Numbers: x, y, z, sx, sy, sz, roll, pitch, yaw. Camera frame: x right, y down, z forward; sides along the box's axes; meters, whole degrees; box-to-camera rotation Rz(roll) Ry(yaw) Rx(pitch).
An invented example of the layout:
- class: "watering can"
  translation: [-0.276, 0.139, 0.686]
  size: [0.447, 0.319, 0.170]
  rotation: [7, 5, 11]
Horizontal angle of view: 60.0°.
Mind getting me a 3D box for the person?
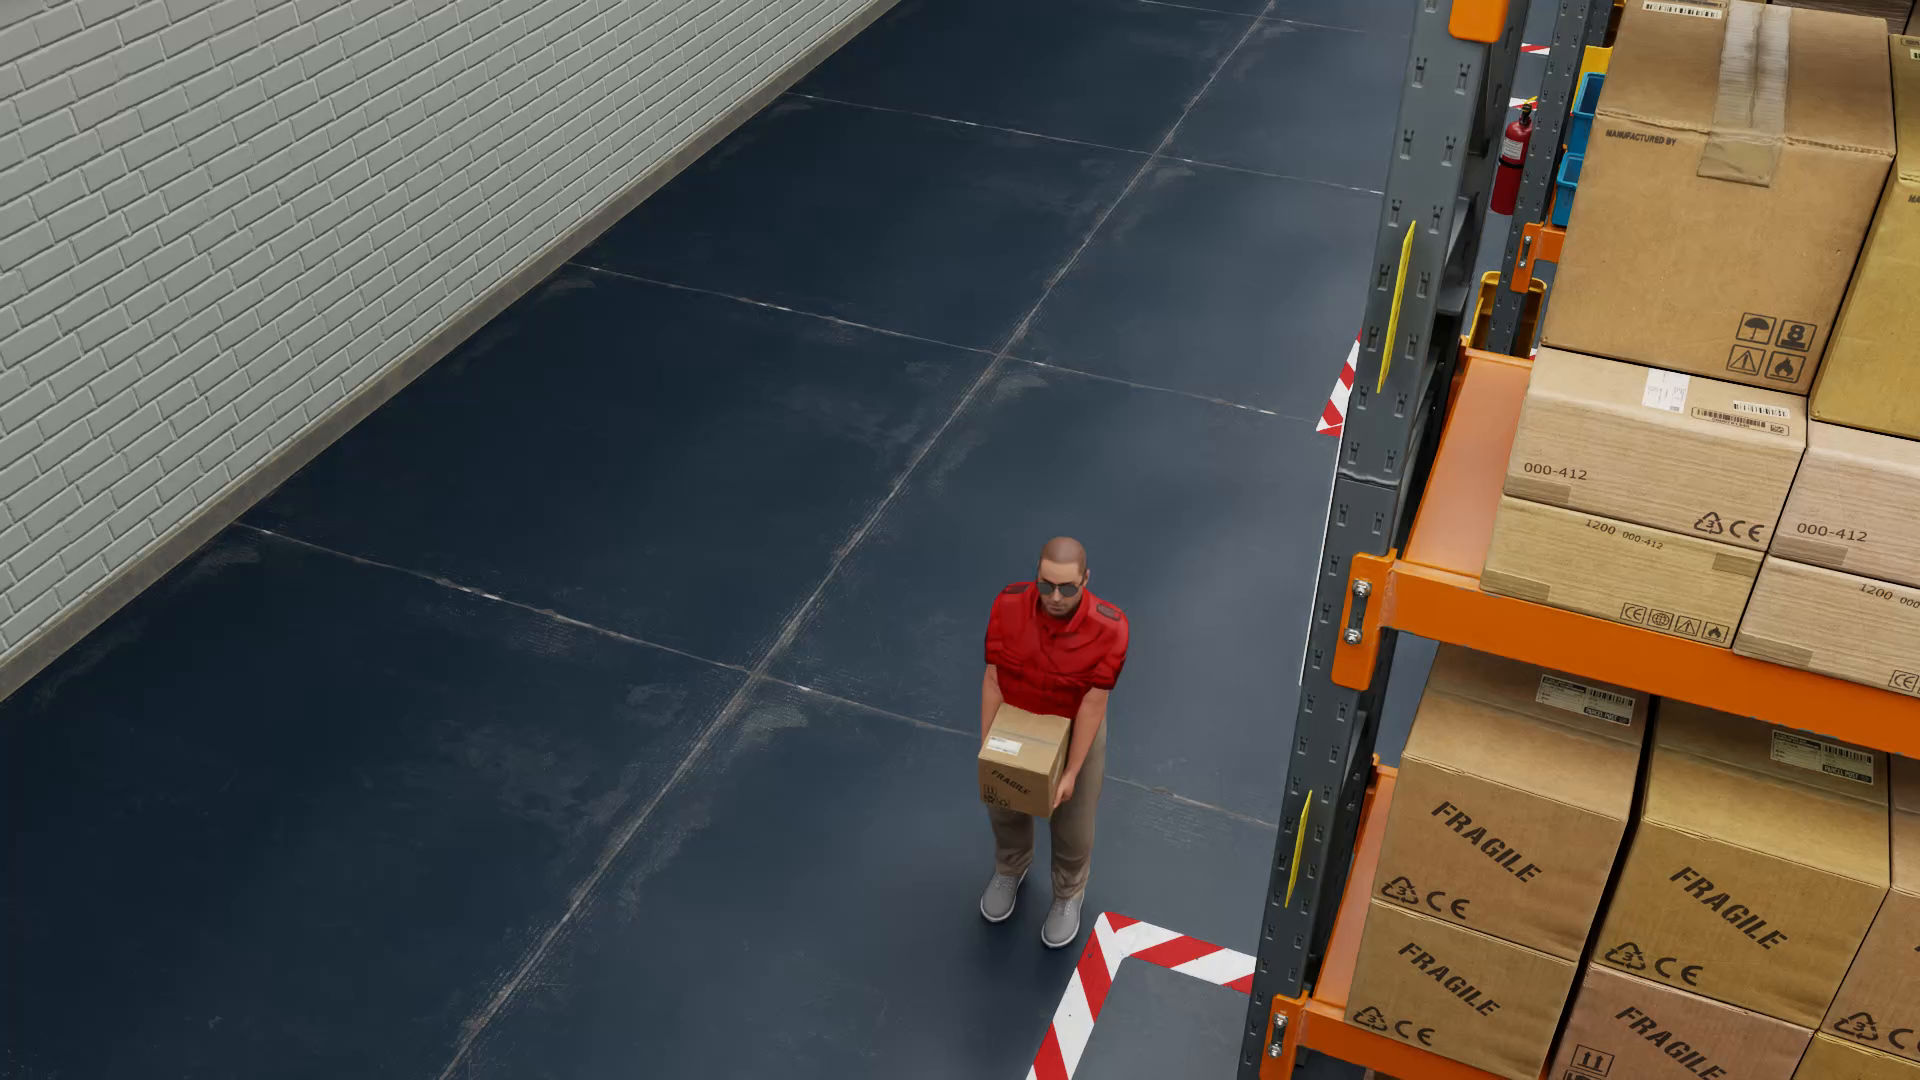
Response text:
- class: "person"
  translation: [0.296, 0.715, 5.837]
  size: [0.479, 1.647, 0.541]
  rotation: [12, 39, 16]
